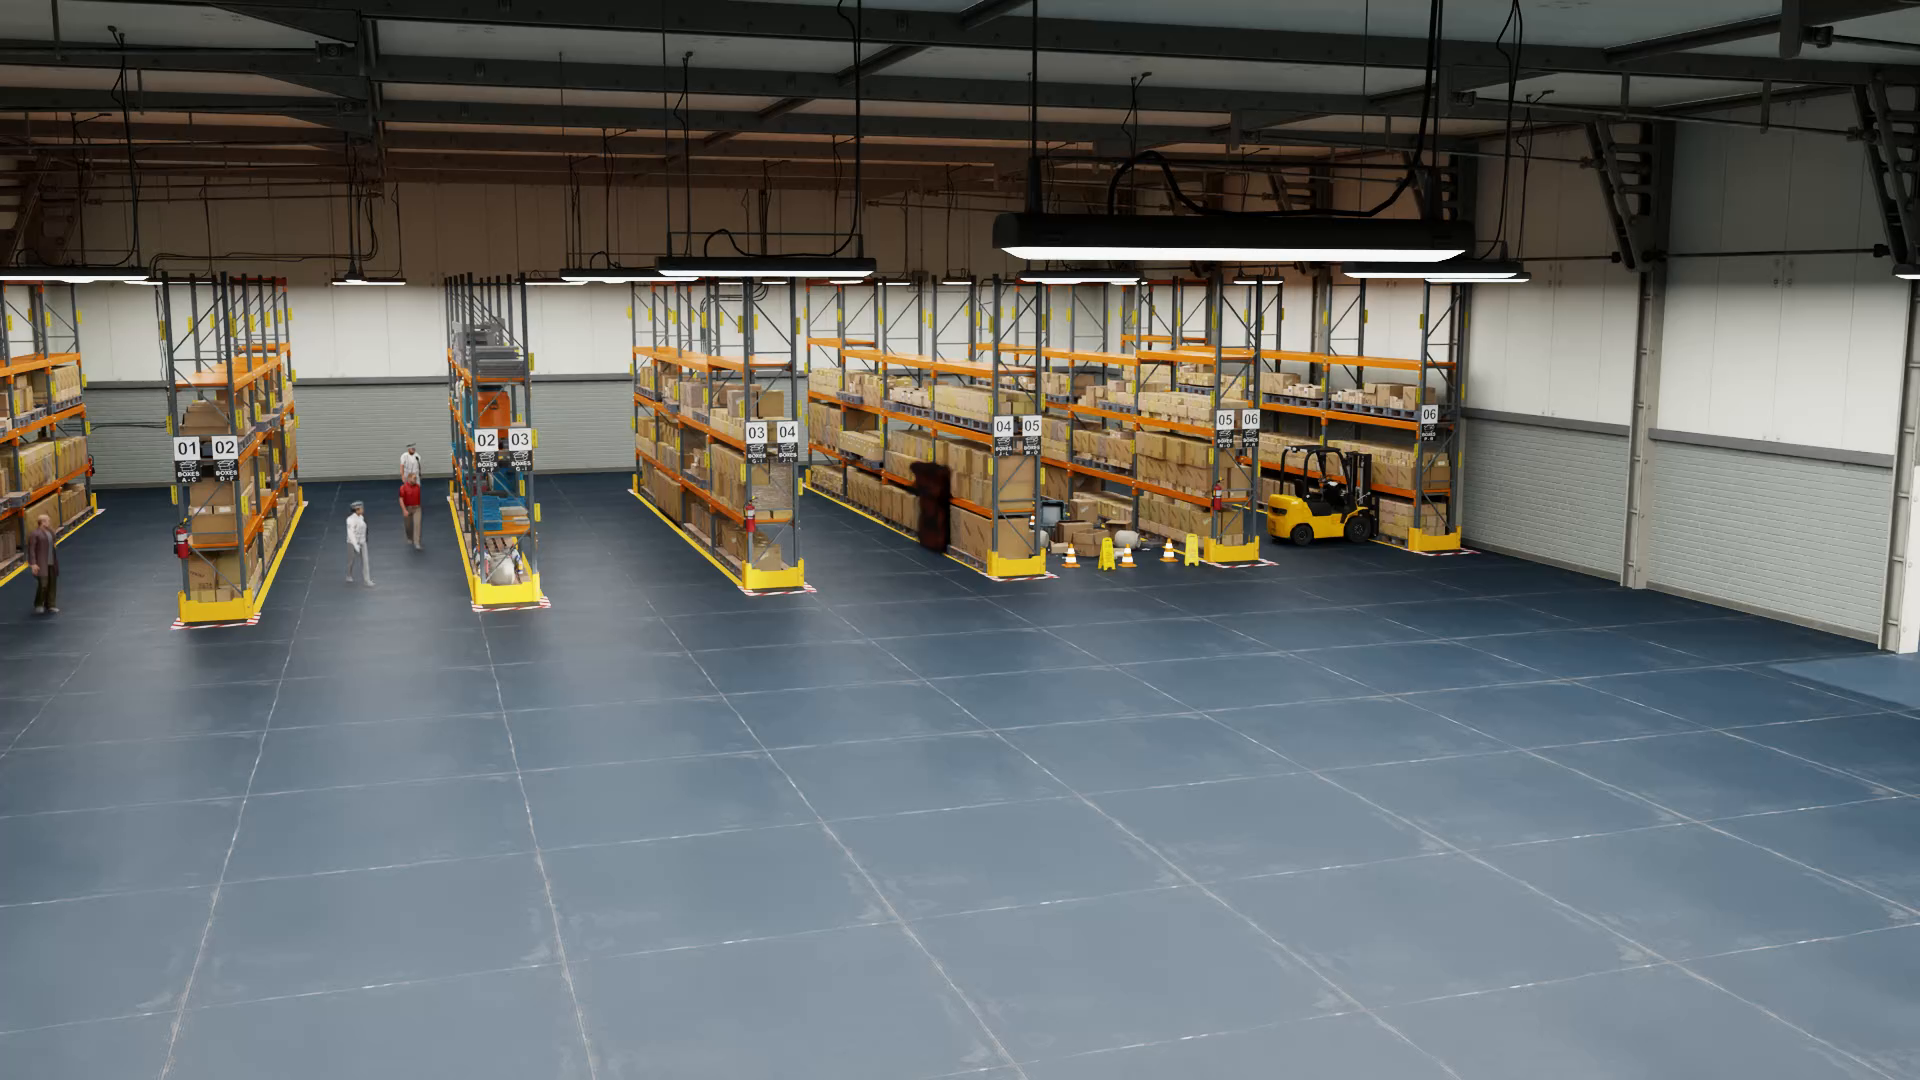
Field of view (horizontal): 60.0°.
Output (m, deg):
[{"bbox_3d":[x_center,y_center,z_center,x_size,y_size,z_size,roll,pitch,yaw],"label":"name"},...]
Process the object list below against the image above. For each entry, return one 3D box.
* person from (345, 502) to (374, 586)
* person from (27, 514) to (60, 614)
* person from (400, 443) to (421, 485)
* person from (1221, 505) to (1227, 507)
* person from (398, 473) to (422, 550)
[{"bbox_3d":[-11.691,0.064,32.247,0.426,1.613,1.003,-6,11,-36],"label":"person"},{"bbox_3d":[-16.192,0.437,29.369,0.483,1.783,0.663,3,9,19],"label":"person"},{"bbox_3d":[-14.298,-1.660,43.286,0.516,1.711,0.960,-2,9,-13],"label":"person"},{"bbox_3d":[6.291,-0.960,39.684,0.393,1.431,0.495,2,9,14],"label":"person"},{"bbox_3d":[-12.148,-0.647,36.785,0.476,1.684,1.032,-2,9,-14],"label":"person"}]
